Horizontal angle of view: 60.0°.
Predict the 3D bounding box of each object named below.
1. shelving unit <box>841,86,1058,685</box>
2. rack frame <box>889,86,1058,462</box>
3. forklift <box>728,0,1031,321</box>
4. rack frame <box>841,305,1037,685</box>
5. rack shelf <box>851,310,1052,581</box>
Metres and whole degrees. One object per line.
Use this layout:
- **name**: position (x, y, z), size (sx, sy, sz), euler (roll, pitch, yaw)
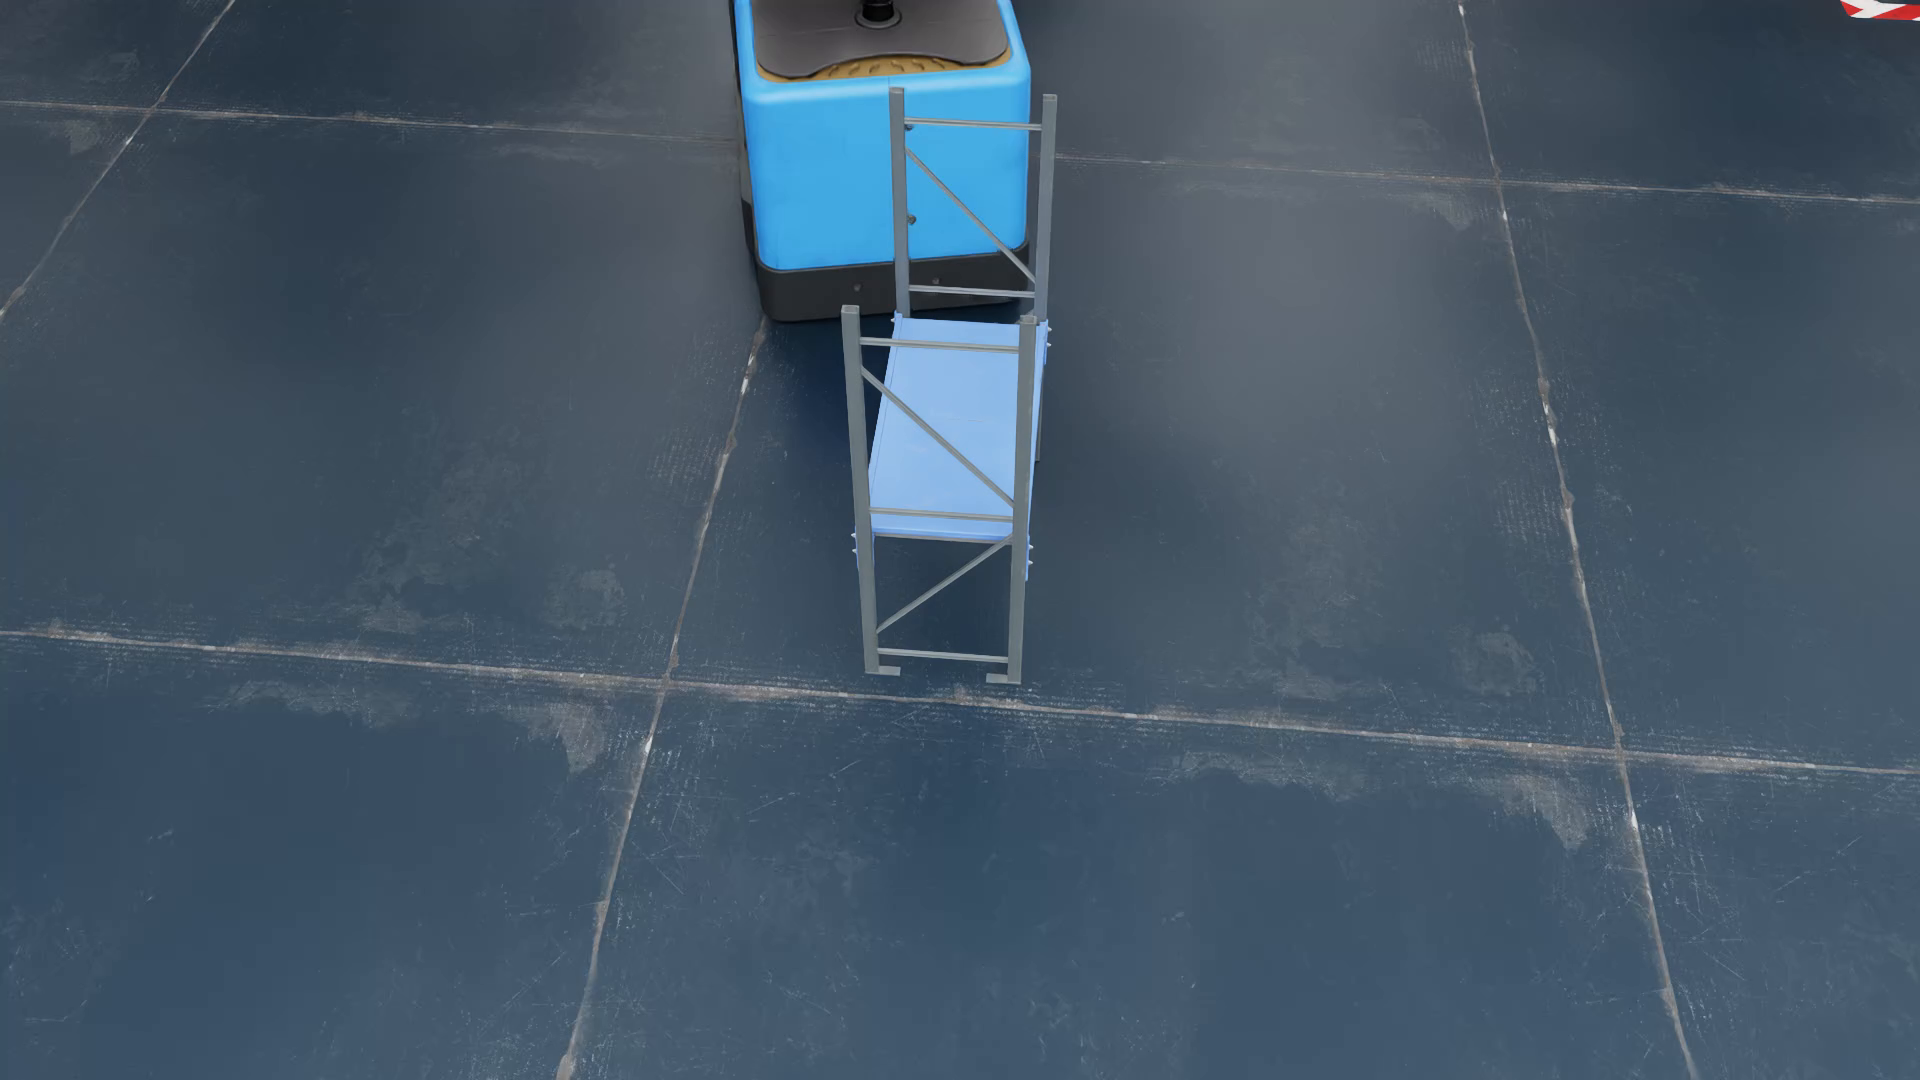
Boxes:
- **shelving unit**: position (-0.008, -0.443, 5.139), size (0.538, 1.500, 1.048), euler (4, 48, 4)
- **rack frame**: position (0.039, -0.817, 5.481), size (0.500, 1.500, 0.032), euler (4, 48, 4)
- **forklift**: position (-0.443, -2.934, 6.447), size (1.130, 2.935, 3.031), euler (-6, 48, -5)
- **rack frame**: position (-0.054, -0.070, 4.798), size (0.500, 1.500, 0.032), euler (4, 48, 4)
- **rack shelf**: position (-0.008, -0.322, 5.272), size (0.538, 0.185, 1.000), euler (4, 48, 4)
